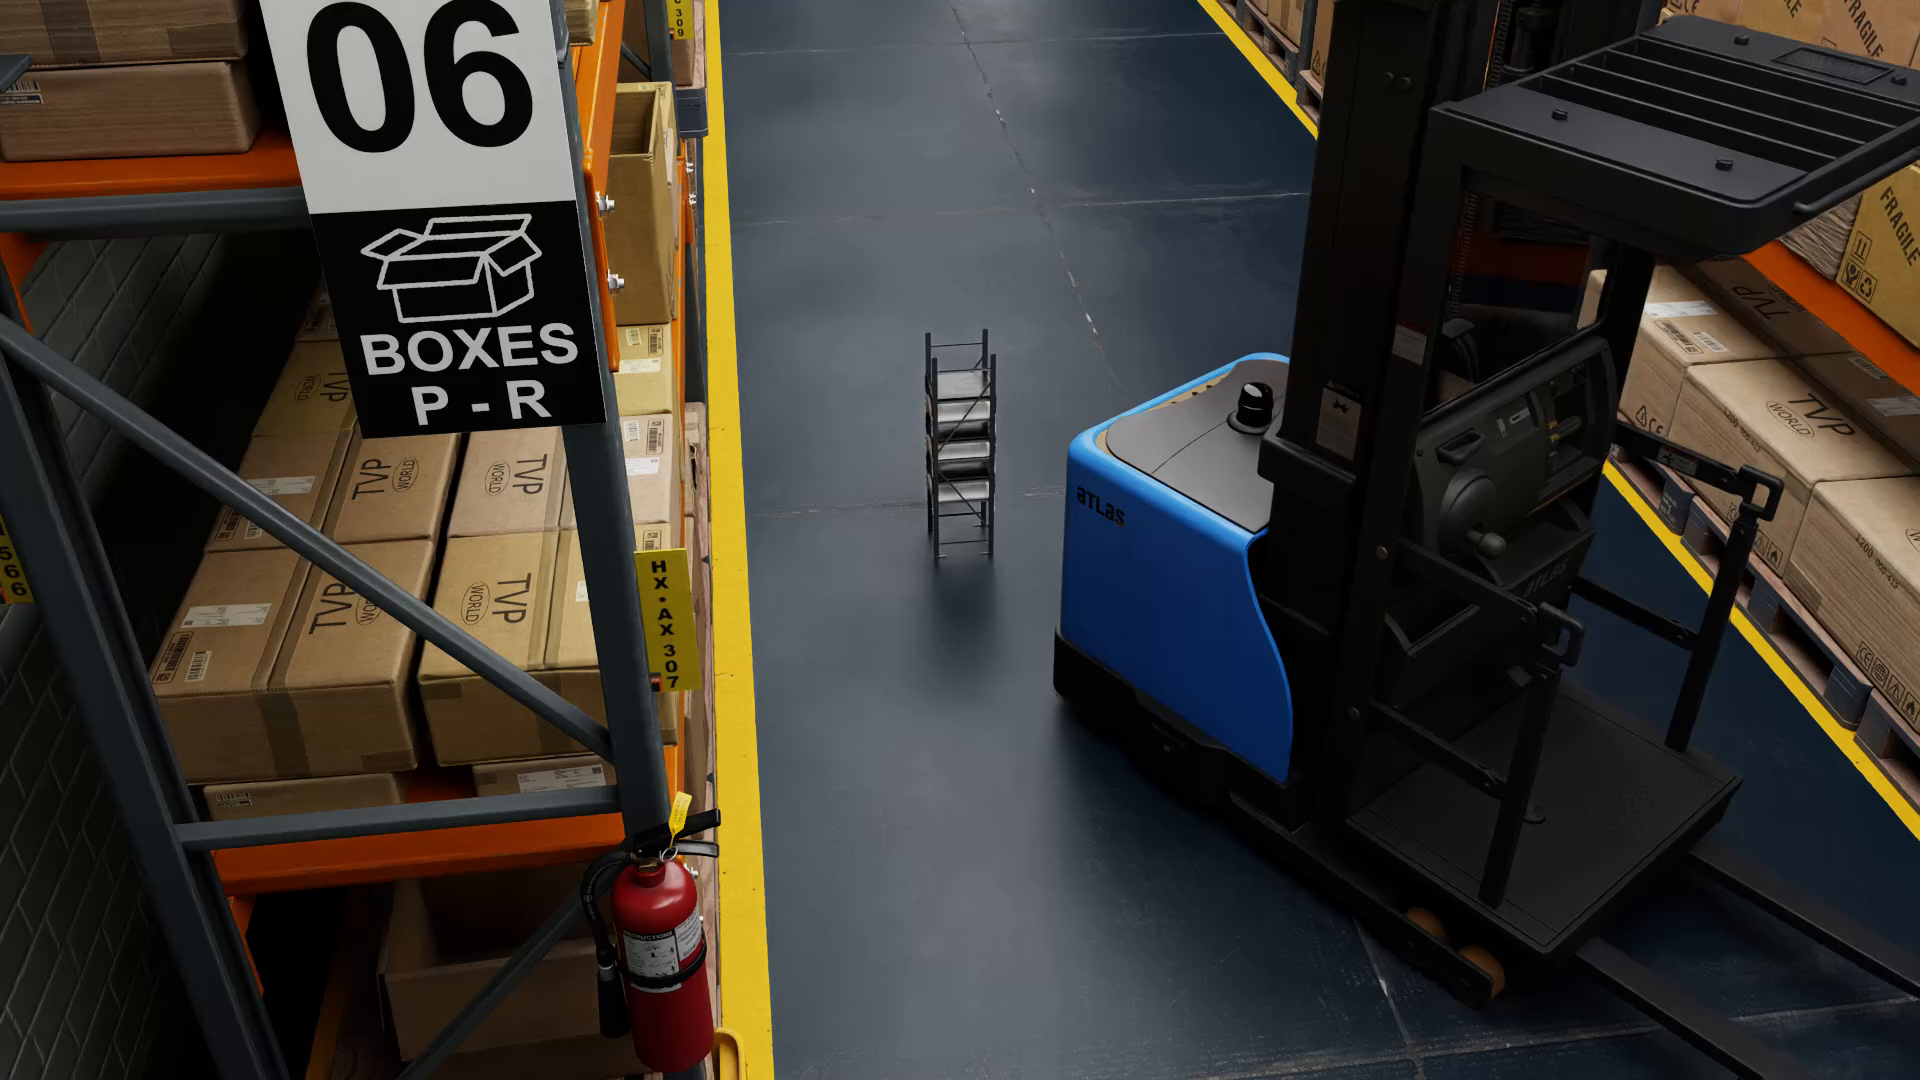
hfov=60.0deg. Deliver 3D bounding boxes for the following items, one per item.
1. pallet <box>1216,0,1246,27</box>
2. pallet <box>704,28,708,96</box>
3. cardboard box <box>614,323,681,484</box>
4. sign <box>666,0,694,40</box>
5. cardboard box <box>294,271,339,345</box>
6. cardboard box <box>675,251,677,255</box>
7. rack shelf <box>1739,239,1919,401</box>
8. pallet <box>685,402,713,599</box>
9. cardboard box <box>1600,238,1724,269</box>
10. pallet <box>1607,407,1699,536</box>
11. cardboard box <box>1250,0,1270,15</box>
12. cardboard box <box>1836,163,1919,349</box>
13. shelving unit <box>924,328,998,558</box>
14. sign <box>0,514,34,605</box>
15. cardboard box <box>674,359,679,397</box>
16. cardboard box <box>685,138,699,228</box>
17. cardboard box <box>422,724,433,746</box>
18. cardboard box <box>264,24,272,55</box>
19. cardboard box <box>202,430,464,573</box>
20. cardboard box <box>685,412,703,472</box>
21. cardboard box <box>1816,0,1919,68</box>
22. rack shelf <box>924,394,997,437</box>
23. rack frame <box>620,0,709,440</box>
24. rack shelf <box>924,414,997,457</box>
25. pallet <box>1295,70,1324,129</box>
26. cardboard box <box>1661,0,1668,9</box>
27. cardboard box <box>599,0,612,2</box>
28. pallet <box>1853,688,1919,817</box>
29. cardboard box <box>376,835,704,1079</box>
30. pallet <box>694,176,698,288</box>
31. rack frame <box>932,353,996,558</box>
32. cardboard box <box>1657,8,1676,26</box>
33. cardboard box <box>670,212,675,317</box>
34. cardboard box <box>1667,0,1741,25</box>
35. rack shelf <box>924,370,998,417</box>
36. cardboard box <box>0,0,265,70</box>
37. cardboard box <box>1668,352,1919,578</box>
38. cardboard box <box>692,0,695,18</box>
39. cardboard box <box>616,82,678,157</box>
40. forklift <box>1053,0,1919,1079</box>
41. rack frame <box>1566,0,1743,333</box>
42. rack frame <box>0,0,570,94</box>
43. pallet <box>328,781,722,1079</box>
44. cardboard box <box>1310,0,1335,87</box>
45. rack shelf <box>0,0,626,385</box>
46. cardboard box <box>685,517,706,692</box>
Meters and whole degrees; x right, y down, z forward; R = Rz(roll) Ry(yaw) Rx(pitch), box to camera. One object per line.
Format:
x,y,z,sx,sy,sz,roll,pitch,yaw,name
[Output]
2.495,-4.253,12.803,1.003,0.211,1.213,-4,35,-6,pallet
-2.230,-3.222,11.290,1.003,0.211,1.213,-4,35,-6,pallet
-1.016,-0.346,4.463,0.500,0.250,0.500,-5,35,-7,cardboard box
-1.084,-2.083,6.374,0.100,0.325,0.005,-4,35,-6,sign
-1.607,-0.601,4.838,0.500,0.250,0.500,-4,35,-6,cardboard box
-1.212,-1.130,5.968,0.380,0.149,0.250,-4,34,-5,cardboard box
3.567,-0.644,5.671,1.077,0.370,4.000,-4,35,-6,rack shelf
-1.529,-0.144,6.774,1.003,0.211,1.213,-4,35,-6,pallet
3.135,-1.693,8.085,0.875,0.875,0.875,-3,34,-5,cardboard box
3.323,-0.475,7.260,1.003,0.211,1.213,-4,35,-6,pallet
2.587,-4.105,12.070,0.950,0.372,0.625,-5,35,-7,cardboard box
3.295,-0.971,5.422,0.500,0.500,0.500,-3,34,-5,cardboard box
0.001,-0.367,6.490,0.258,0.900,0.210,-4,35,-6,shelving unit
-1.635,-0.026,2.815,0.100,0.325,0.005,-4,35,-6,sign
-1.034,-0.416,4.920,0.380,0.149,0.250,-4,34,-5,cardboard box
-1.670,-1.972,8.827,0.500,0.500,0.500,-6,35,-8,cardboard box
-1.366,0.345,3.803,0.380,0.149,0.250,-3,34,-5,cardboard box
-1.451,-0.887,2.947,0.380,0.149,0.250,-4,34,-6,cardboard box
-1.475,-0.033,4.004,0.500,0.250,0.500,-4,35,-6,cardboard box
-1.254,-0.386,6.812,0.380,0.149,0.250,-5,35,-8,cardboard box
3.241,-1.659,5.544,0.500,0.500,0.500,-4,34,-5,cardboard box
0.001,-0.489,6.407,0.258,0.077,0.200,-4,35,-6,rack shelf
-1.620,-1.680,6.551,1.000,3.000,0.127,-4,35,-6,rack frame
0.001,-0.414,6.458,0.258,0.077,0.200,-4,35,-6,rack shelf
2.791,-2.692,10.512,1.003,0.211,1.213,-4,35,-6,pallet
2.998,-2.430,7.341,0.500,0.250,0.500,-4,35,-6,cardboard box
-0.905,-1.214,3.428,0.380,0.149,0.250,-4,34,-5,cardboard box
3.651,0.887,5.262,1.003,0.211,1.213,-4,35,-6,pallet
-1.071,1.062,4.372,0.797,0.503,0.637,-6,35,-8,cardboard box
-1.934,-1.661,8.999,1.003,0.211,1.213,-4,35,-6,pallet
0.015,-0.311,6.407,0.240,0.900,0.006,-4,35,-6,rack frame
3.101,-1.817,6.664,0.500,0.500,0.500,-3,34,-5,cardboard box
-1.174,-0.917,5.301,0.500,0.250,0.500,-5,35,-7,cardboard box
3.122,-2.228,6.379,0.500,0.500,0.500,-4,34,-6,cardboard box
0.001,-0.563,6.357,0.258,0.077,0.200,-4,35,-6,rack shelf
-1.412,-0.976,2.723,0.500,0.250,0.500,-5,35,-7,cardboard box
3.397,-0.314,6.450,0.875,0.438,0.875,-5,35,-8,cardboard box
-1.533,-2.470,7.250,0.700,0.500,0.500,-4,34,-6,cardboard box
-1.310,-1.475,6.120,0.500,0.250,0.500,-4,34,-5,cardboard box
1.674,-0.200,4.441,1.130,2.935,3.031,-26,42,-33,forklift
3.298,-2.058,7.106,1.000,3.000,0.127,-4,35,-6,rack frame
-1.082,-1.927,1.586,1.000,3.000,0.127,-4,35,-6,rack frame
-1.201,1.218,4.776,1.003,0.211,1.213,-4,35,-6,pallet
2.770,-3.194,10.286,0.875,0.875,0.875,-5,35,-7,cardboard box
-1.351,-1.506,4.271,1.077,0.370,4.000,-4,35,-6,rack shelf
-1.119,0.281,5.521,0.500,0.500,0.500,-4,34,-5,cardboard box
